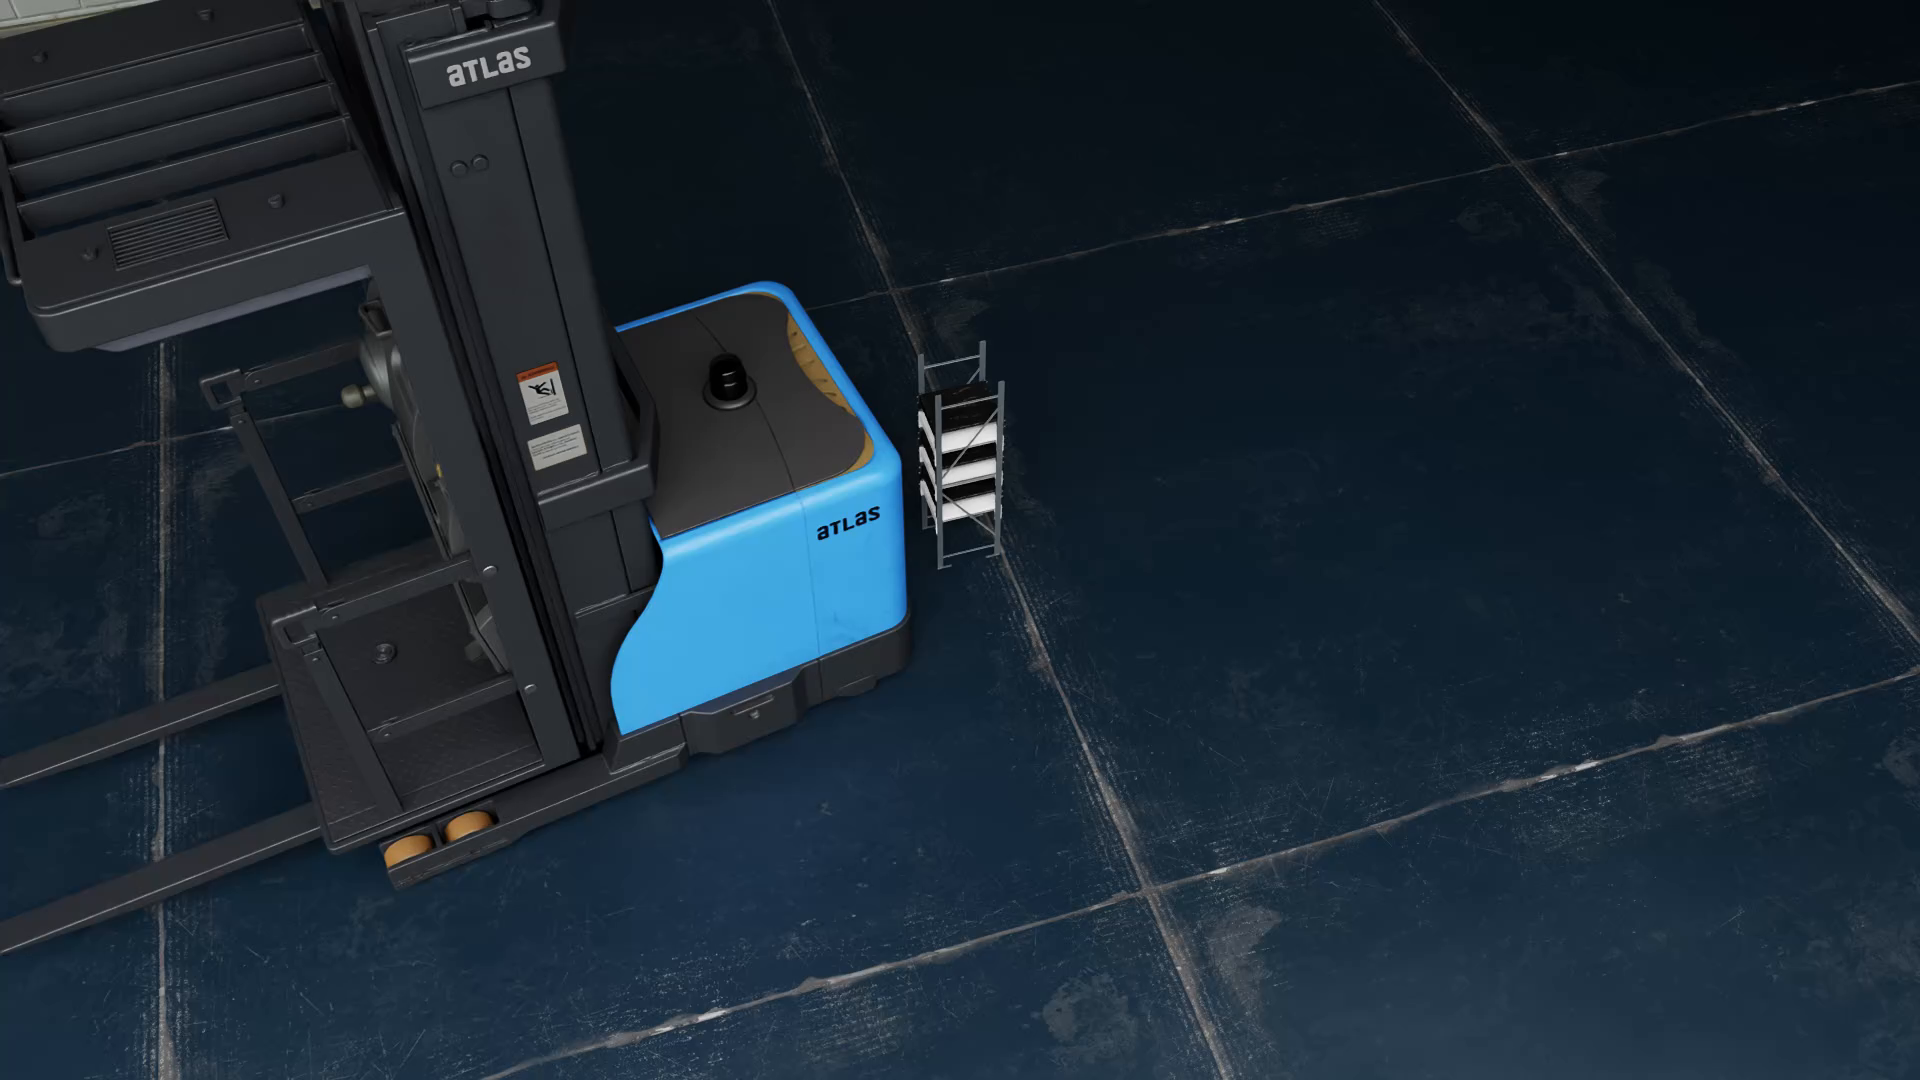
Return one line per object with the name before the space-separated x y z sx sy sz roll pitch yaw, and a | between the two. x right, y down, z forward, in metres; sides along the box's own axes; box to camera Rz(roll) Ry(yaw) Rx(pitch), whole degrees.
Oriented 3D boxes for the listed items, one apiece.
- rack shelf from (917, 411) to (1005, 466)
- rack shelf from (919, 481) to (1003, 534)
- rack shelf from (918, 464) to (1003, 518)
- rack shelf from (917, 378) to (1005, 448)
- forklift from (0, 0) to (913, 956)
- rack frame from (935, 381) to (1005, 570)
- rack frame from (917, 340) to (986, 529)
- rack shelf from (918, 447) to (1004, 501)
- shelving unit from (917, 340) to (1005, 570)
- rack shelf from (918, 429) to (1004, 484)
rack shelf | 0.002 -0.379 5.789 0.258 0.077 0.200 -13 51 -11
rack shelf | 0.002 -0.147 6.064 0.258 0.077 0.200 -13 51 -11
rack shelf | 0.002 -0.205 5.995 0.258 0.077 0.200 -13 51 -11
rack shelf | 0.002 -0.437 5.720 0.258 0.077 0.200 -13 51 -11
forklift | -1.717 -0.312 4.596 3.031 2.935 1.130 -21 53 -17
rack frame | 0.032 -0.210 5.838 0.240 0.900 0.006 -13 51 -11
rack frame | -0.028 -0.358 5.964 0.240 0.900 0.006 -13 51 -11
rack shelf | 0.002 -0.263 5.926 0.258 0.077 0.200 -13 51 -11
shelving unit | 0.002 -0.284 5.901 0.258 0.900 0.210 -13 51 -11
rack shelf | 0.002 -0.321 5.858 0.258 0.077 0.200 -13 51 -11
